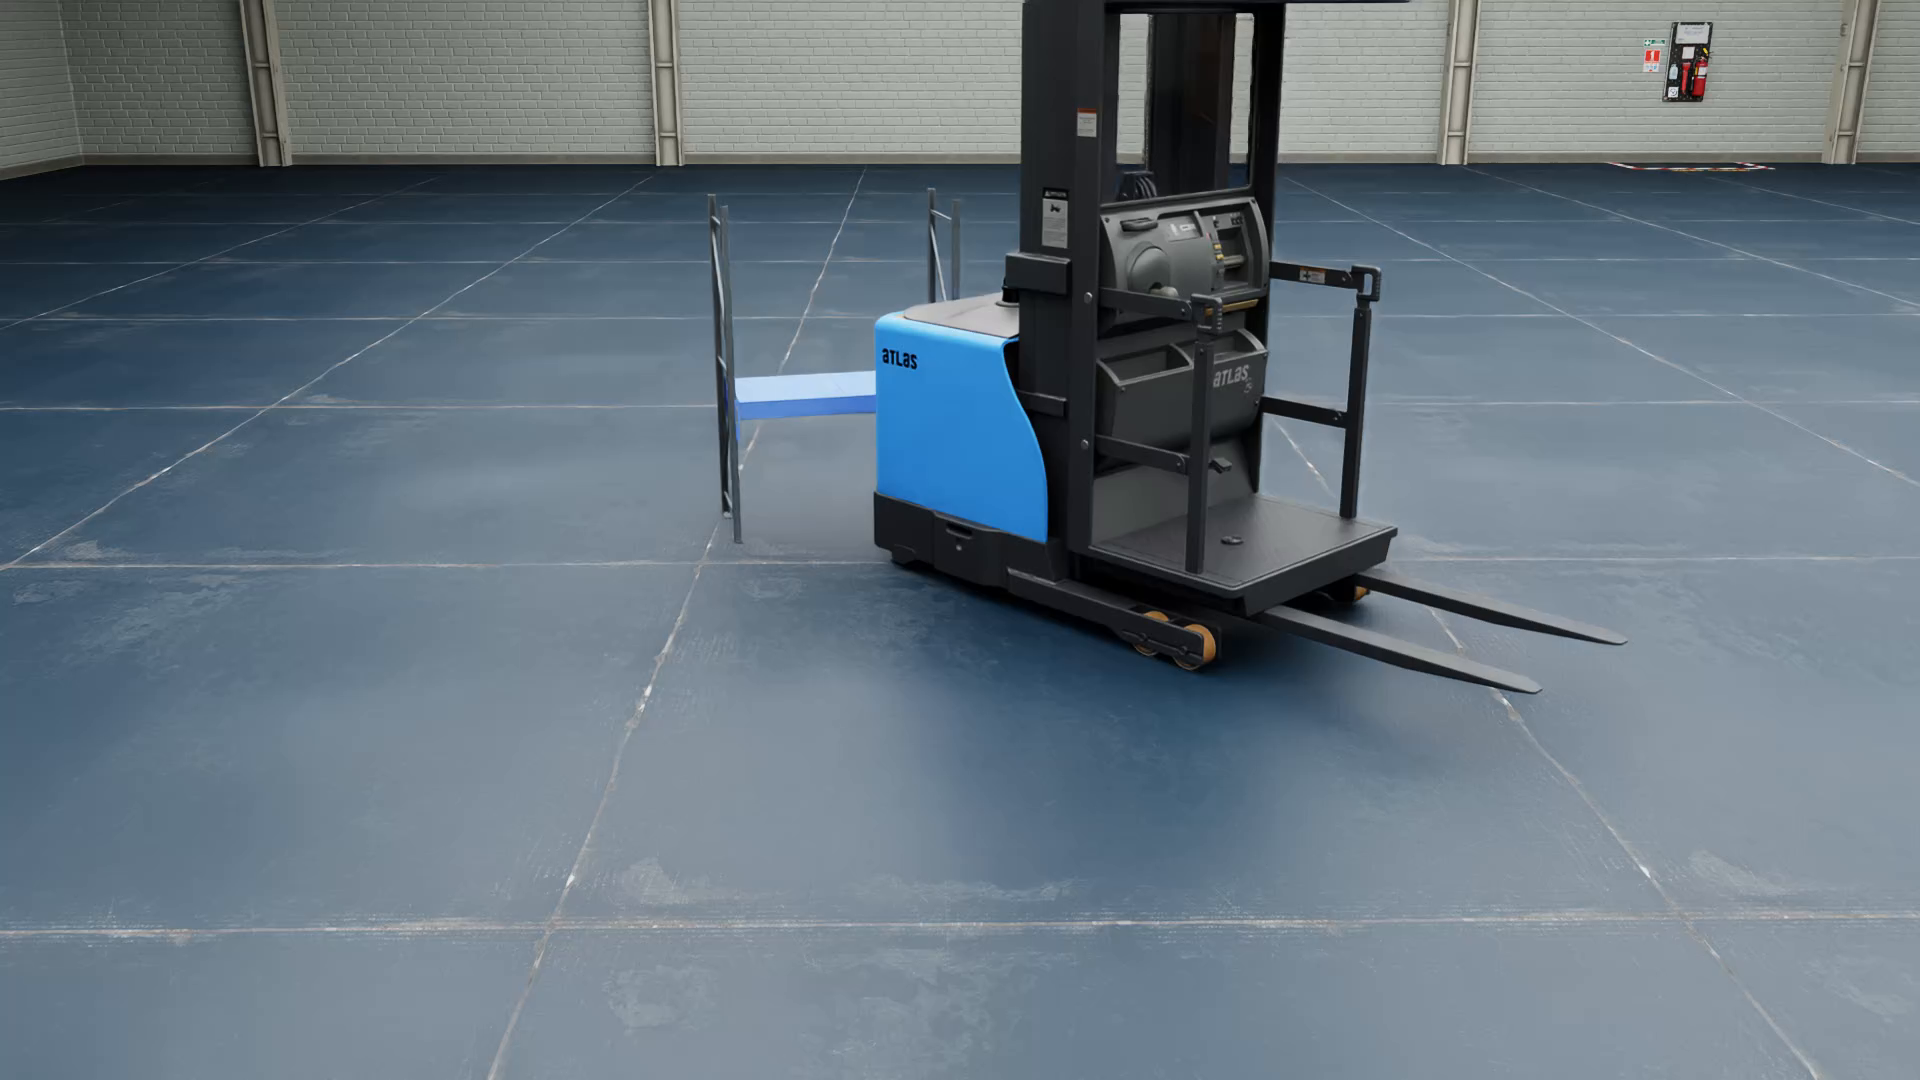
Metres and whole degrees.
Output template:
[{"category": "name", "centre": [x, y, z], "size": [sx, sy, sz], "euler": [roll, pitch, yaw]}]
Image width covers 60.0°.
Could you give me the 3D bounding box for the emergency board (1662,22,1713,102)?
[{"category": "emergency board", "centre": [11.101, -7.257, 25.260], "size": [0.643, 1.169, 0.194], "euler": [0, 18, -1]}]

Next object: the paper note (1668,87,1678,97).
[{"category": "paper note", "centre": [10.923, -6.858, 25.458], "size": [0.142, 0.148, 0.016], "euler": [0, 18, -1]}]

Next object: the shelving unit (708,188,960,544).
[{"category": "shelving unit", "centre": [-0.569, -0.811, 7.622], "size": [1.048, 1.500, 0.538], "euler": [-4, 18, -14]}]

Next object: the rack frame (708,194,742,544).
[{"category": "rack frame", "centre": [-1.061, -0.773, 7.501], "size": [0.032, 1.500, 0.500], "euler": [-4, 18, -14]}]

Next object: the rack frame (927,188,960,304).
[{"category": "rack frame", "centre": [-0.077, -0.850, 7.742], "size": [0.032, 1.500, 0.500], "euler": [-4, 18, -14]}]

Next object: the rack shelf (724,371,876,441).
[{"category": "rack shelf", "centre": [-0.569, -0.640, 7.677], "size": [1.000, 0.185, 0.538], "euler": [-4, 18, -14]}]

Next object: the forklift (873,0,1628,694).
[{"category": "forklift", "centre": [1.013, -1.098, 6.172], "size": [1.130, 2.935, 3.031], "euler": [-17, 24, -42]}]

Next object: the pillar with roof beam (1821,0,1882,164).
[{"category": "pillar with roof beam", "centre": [13.640, -8.799, 20.246], "size": [0.400, 9.000, 9.100], "euler": [0, 18, -1]}]

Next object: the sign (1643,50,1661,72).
[{"category": "sign", "centre": [10.546, -7.303, 25.344], "size": [0.234, 0.329, 0.001], "euler": [0, 18, -1]}]

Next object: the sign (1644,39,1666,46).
[{"category": "sign", "centre": [10.551, -7.553, 25.255], "size": [0.331, 0.109, 0.001], "euler": [0, 18, -1]}]

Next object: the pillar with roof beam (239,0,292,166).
[{"category": "pillar with roof beam", "centre": [-10.357, -8.684, 19.885], "size": [0.400, 9.000, 9.100], "euler": [0, 18, -1]}]

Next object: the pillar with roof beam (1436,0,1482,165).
[{"category": "pillar with roof beam", "centre": [7.641, -8.770, 20.156], "size": [0.400, 9.000, 9.100], "euler": [0, 18, -1]}]

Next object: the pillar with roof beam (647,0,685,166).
[{"category": "pillar with roof beam", "centre": [-4.357, -8.713, 19.975], "size": [0.400, 9.000, 9.100], "euler": [0, 18, -1]}]
